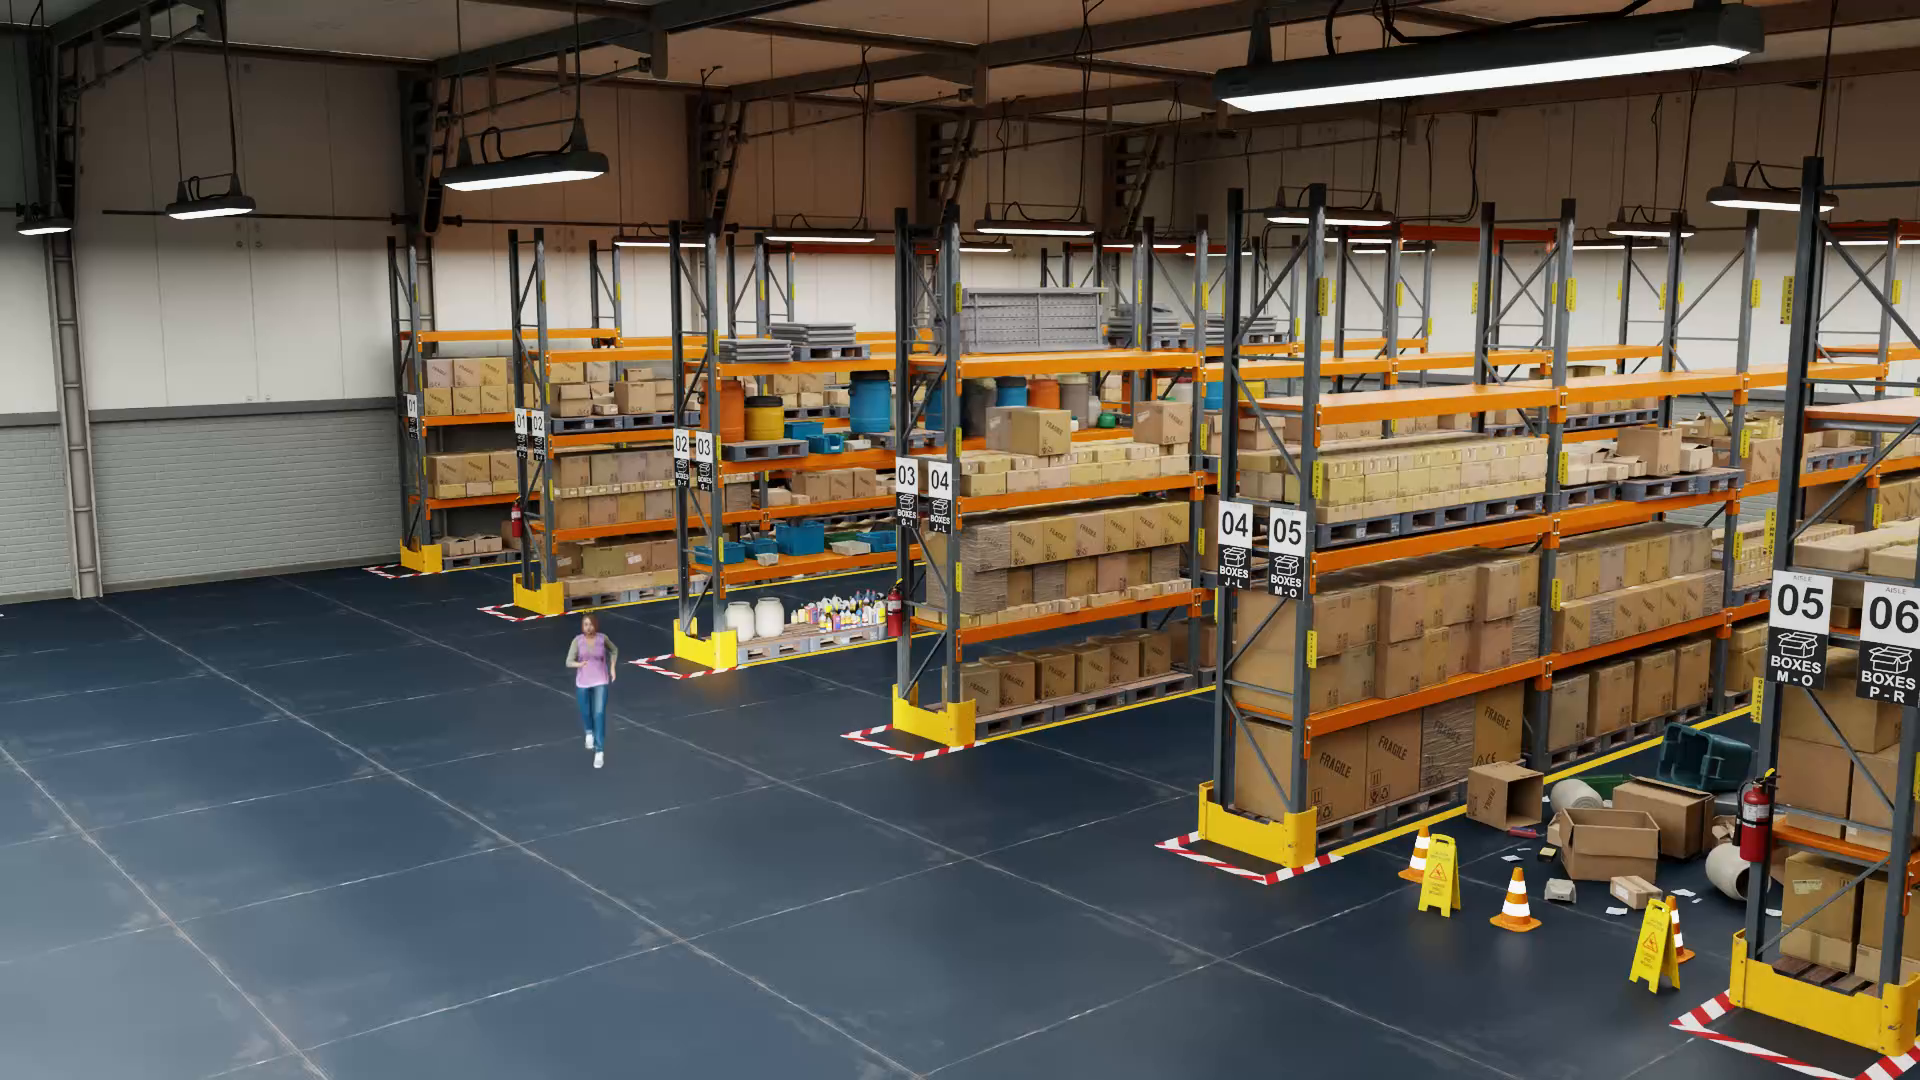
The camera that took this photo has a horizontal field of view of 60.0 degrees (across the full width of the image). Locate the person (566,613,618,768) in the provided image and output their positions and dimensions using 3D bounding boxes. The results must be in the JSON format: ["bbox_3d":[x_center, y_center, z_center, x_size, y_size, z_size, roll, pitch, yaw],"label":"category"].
[{"bbox_3d":[-3.998,1.587,18.096,0.530,1.603,0.863,-1,9,-6],"label":"person"}]

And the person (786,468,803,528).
[{"bbox_3d":[-3.159,-0.626,32.264,0.663,1.707,0.927,7,11,39],"label":"person"}]
